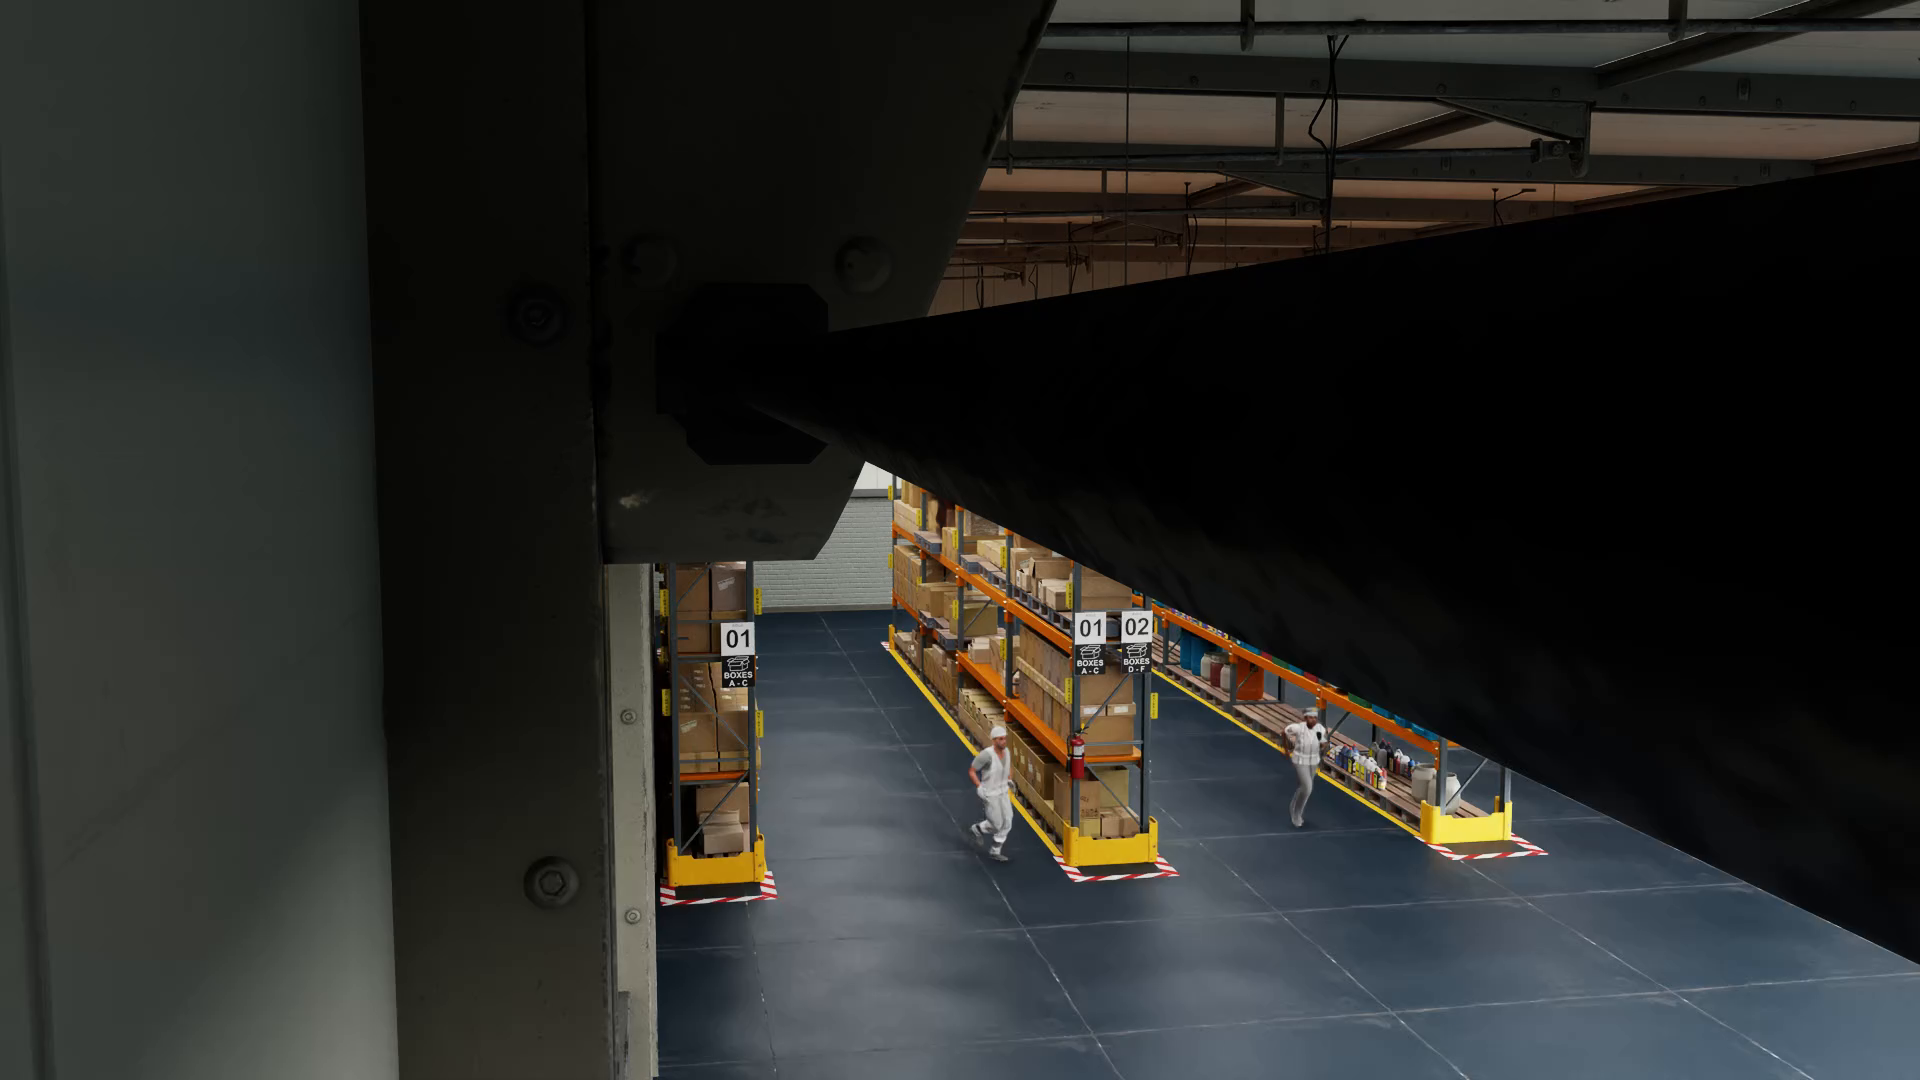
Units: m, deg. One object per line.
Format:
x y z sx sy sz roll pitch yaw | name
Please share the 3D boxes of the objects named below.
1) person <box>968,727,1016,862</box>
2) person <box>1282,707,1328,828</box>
0.396 3.203 21.140 0.683 1.721 0.637 -6 8 -42 | person
4.704 3.063 22.622 0.547 1.694 0.811 -2 6 -17 | person
